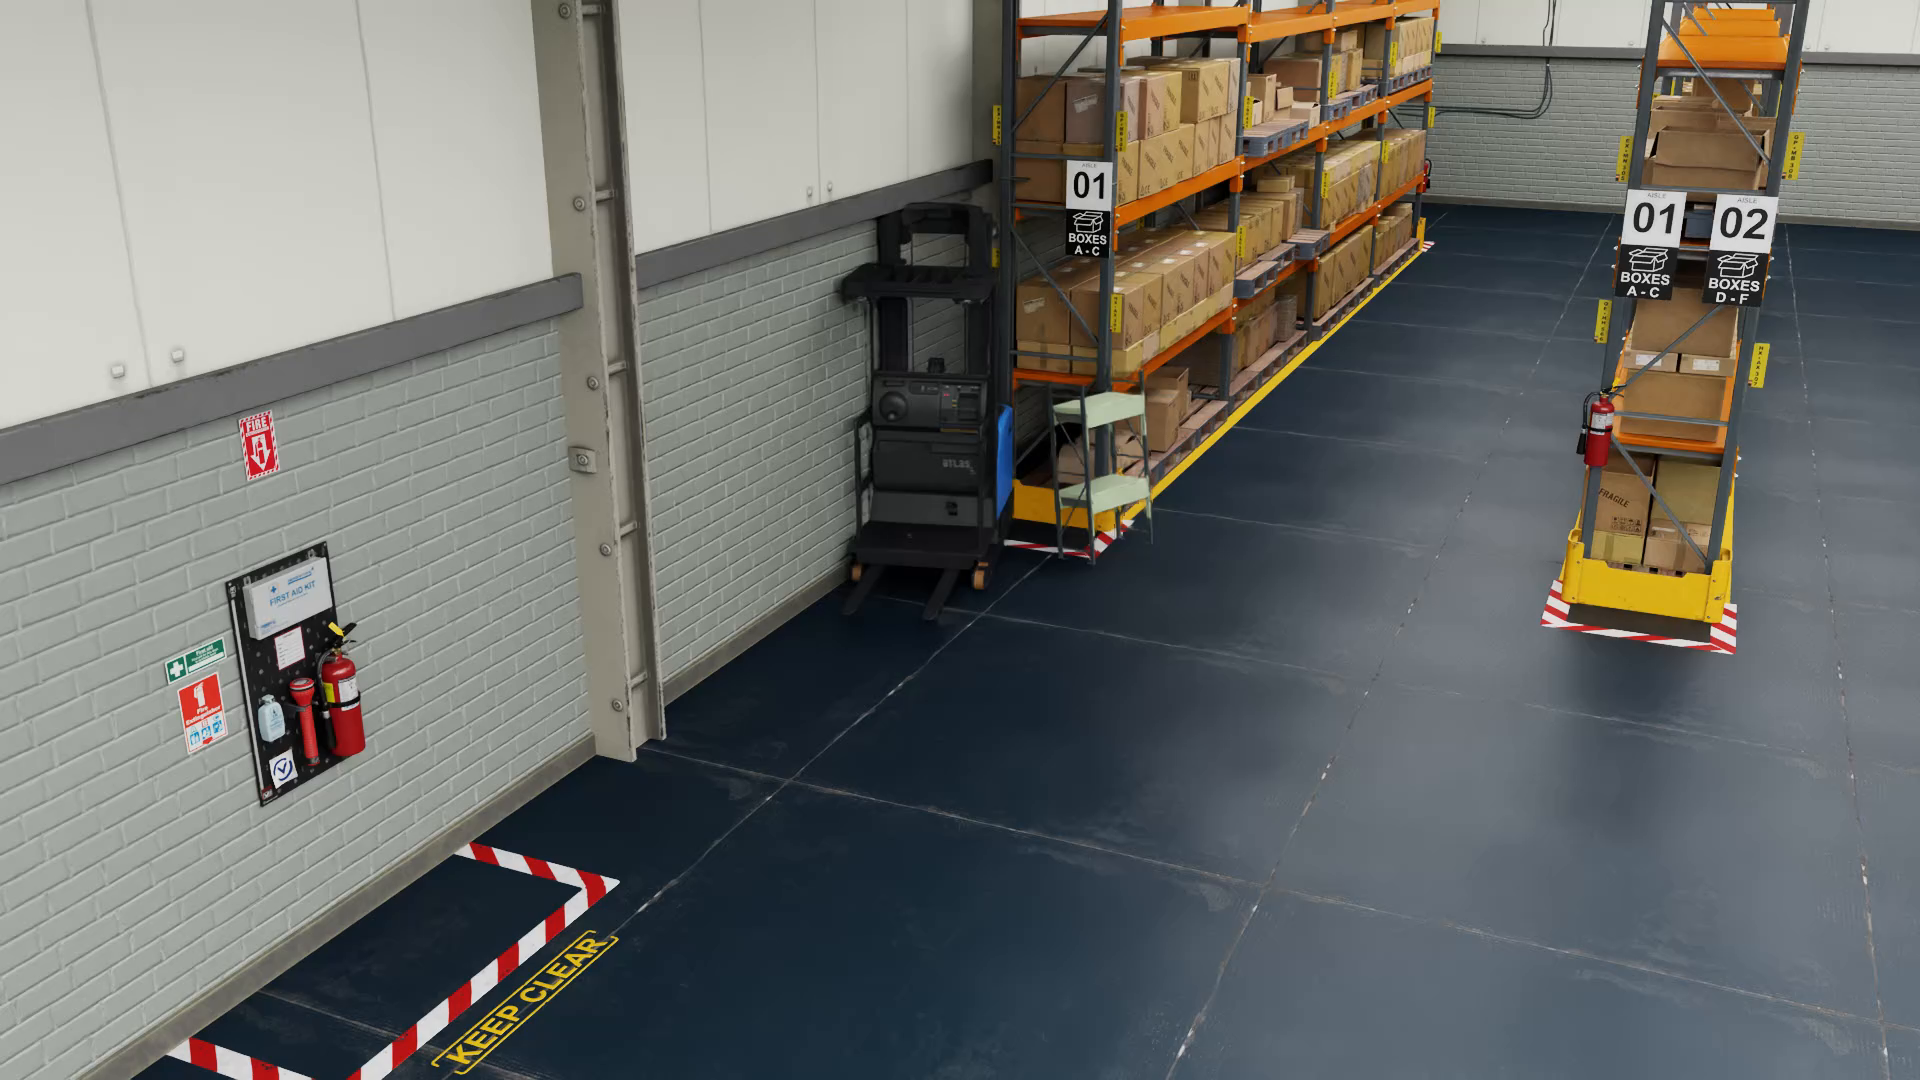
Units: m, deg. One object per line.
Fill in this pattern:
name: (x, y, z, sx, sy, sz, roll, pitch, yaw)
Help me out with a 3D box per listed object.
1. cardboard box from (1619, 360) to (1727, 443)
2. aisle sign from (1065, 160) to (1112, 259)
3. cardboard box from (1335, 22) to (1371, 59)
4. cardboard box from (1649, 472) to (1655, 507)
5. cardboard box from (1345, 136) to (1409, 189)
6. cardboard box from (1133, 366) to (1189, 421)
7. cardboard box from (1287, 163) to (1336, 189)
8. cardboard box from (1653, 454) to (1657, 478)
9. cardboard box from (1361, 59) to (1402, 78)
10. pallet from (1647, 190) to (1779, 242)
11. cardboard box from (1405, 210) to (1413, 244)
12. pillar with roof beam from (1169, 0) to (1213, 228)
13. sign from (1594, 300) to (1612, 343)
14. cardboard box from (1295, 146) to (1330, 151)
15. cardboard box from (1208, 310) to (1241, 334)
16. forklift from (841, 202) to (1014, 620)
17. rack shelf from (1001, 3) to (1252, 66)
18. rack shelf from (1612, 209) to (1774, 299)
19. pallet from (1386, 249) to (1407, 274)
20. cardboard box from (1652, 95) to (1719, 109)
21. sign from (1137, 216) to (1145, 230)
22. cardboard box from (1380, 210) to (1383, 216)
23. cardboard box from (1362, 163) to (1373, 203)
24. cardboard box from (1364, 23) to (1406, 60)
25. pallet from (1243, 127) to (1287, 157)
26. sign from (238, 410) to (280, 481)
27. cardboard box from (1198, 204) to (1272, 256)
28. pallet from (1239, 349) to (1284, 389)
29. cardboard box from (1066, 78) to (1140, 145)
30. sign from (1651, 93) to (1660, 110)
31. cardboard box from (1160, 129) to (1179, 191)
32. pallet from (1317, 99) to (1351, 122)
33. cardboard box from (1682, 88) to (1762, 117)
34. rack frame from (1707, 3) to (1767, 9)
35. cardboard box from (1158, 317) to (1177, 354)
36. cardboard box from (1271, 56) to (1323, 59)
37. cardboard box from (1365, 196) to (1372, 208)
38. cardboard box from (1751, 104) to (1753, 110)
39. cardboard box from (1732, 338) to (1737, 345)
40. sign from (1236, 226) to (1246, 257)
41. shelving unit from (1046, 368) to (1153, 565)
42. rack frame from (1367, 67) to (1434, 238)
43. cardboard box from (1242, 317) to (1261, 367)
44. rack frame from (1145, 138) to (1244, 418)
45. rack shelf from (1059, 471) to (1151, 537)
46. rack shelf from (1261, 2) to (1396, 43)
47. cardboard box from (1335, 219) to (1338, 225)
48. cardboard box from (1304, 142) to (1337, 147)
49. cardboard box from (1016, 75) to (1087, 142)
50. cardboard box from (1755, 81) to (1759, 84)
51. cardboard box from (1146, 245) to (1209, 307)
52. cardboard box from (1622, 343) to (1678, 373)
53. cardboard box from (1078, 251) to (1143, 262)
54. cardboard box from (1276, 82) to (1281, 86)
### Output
cardboard box: (5.549, -1.100, 12.936, 0.700, 0.500, 0.500, 9, 21, 23)
aisle sign: (1.069, -2.752, 13.851, 0.394, 0.787, 0.004, 9, 21, 23)
cardboard box: (5.812, -7.445, 24.779, 0.500, 0.500, 0.500, 8, 21, 22)
cardboard box: (5.899, -0.479, 14.815, 0.500, 0.250, 0.500, 9, 21, 23)
cardboard box: (6.569, -6.010, 26.443, 0.980, 0.700, 0.700, 7, 21, 20)
cardboard box: (2.075, -1.520, 17.340, 0.500, 0.500, 0.500, 7, 21, 19)
cardboard box: (4.534, -4.698, 21.461, 0.500, 0.250, 0.500, 9, 22, 24)
cardboard box: (5.896, -0.833, 14.691, 0.500, 0.500, 0.500, 9, 21, 23)
cardboard box: (6.263, -7.021, 24.707, 0.500, 0.250, 0.500, 8, 21, 23)
pallet: (5.659, -2.496, 12.666, 1.003, 0.211, 1.213, 9, 21, 23)
cardboard box: (7.182, -5.274, 27.925, 0.700, 0.500, 0.500, 9, 21, 23)
pillar with roof beam: (6.707, -5.993, 17.891, 9.100, 9.000, 0.400, 9, 21, 23)
sign: (4.857, -1.648, 12.544, 0.100, 0.325, 0.005, 9, 21, 23)
cardboard box: (4.904, -5.389, 23.403, 0.500, 0.250, 0.500, 8, 21, 21)
cardboard box: (2.927, -2.558, 19.141, 0.500, 0.250, 0.500, 8, 21, 22)
forklift: (-0.279, -1.107, 13.207, 1.130, 2.935, 3.031, 3, 20, 9)
rack shelf: (1.644, -4.688, 15.299, 1.077, 0.370, 4.000, 9, 21, 23)
rack shelf: (6.165, -2.598, 13.893, 1.077, 0.370, 4.000, 9, 21, 23)
pallet: (6.620, -4.541, 26.922, 1.003, 0.211, 1.213, 9, 21, 23)
cardboard box: (6.537, -3.741, 15.050, 0.500, 0.500, 0.500, 10, 22, 27)
sign: (1.955, -3.434, 17.919, 0.100, 0.325, 0.005, 9, 21, 23)
cardboard box: (6.741, -5.414, 27.351, 0.380, 0.149, 0.250, 9, 21, 23)
cardboard box: (5.580, -5.122, 23.773, 0.500, 0.500, 0.500, 9, 21, 23)
cardboard box: (6.287, -7.379, 24.593, 0.500, 0.500, 0.500, 8, 21, 22)
pallet: (2.813, -4.312, 17.921, 1.213, 0.211, 1.003, 9, 21, 23)
sign: (-3.275, -0.442, 7.776, 0.001, 0.298, 0.199, 9, 21, 23)
cardboard box: (3.179, -3.594, 19.292, 0.700, 0.500, 0.500, 12, 23, 30)
pallet: (3.279, -2.112, 20.092, 1.003, 0.211, 1.213, 9, 21, 23)
cardboard box: (1.204, -3.616, 14.011, 0.500, 0.500, 0.500, 7, 21, 19)
sign: (6.485, -4.011, 15.553, 0.100, 0.325, 0.005, 9, 21, 23)
cardboard box: (1.652, -3.447, 15.028, 0.500, 0.500, 0.500, 10, 22, 25)
pallet: (4.316, -5.564, 21.444, 1.213, 0.211, 1.003, 10, 22, 25)
cardboard box: (8.770, -4.956, 19.301, 0.910, 0.500, 0.500, 9, 21, 23)
rack frame: (11.898, -8.629, 25.304, 1.000, 3.000, 0.127, 9, 21, 23)
cardboard box: (1.728, -1.950, 15.670, 0.500, 0.250, 0.500, 8, 21, 22)
cardboard box: (4.416, -6.029, 21.662, 0.700, 0.500, 0.500, 7, 21, 20)
cardboard box: (5.777, -4.927, 24.192, 0.380, 0.149, 0.250, 9, 21, 24)
cardboard box: (8.289, -4.589, 18.015, 0.500, 0.250, 0.500, 9, 22, 24)
cardboard box: (5.912, -1.512, 13.127, 0.380, 0.149, 0.250, 9, 21, 23)
sign: (2.961, -3.149, 17.555, 0.100, 0.325, 0.005, 9, 21, 23)
shelving unit: (1.180, -0.626, 13.922, 0.755, 1.500, 0.431, -18, 19, -40)
rack frame: (7.377, -6.481, 28.217, 1.000, 3.000, 0.127, 9, 21, 23)
cardboard box: (3.161, -2.385, 19.773, 0.700, 0.500, 0.500, 9, 21, 23)
rack frame: (2.463, -2.813, 17.902, 1.000, 3.000, 0.127, 9, 21, 23)
rack shelf: (1.207, -0.312, 14.003, 0.720, 0.370, 0.431, -18, 19, -40)
rack shelf: (4.920, -6.946, 22.242, 1.077, 0.370, 4.000, 9, 21, 23)
cardboard box: (4.949, -4.393, 22.690, 0.380, 0.149, 0.250, 9, 21, 24)
cardboard box: (5.105, -5.543, 23.836, 0.500, 0.250, 0.500, 9, 21, 23)
cardboard box: (0.763, -3.699, 14.245, 0.500, 0.500, 0.500, 10, 22, 25)
cardboard box: (10.686, -6.273, 22.632, 0.500, 0.250, 0.500, 9, 21, 23)
cardboard box: (2.137, -2.612, 16.413, 0.500, 0.500, 0.500, 8, 21, 21)
cardboard box: (5.329, -1.407, 12.833, 0.380, 0.149, 0.250, 8, 21, 22)
cardboard box: (1.453, -2.521, 16.155, 0.500, 0.500, 0.500, 9, 21, 23)
cardboard box: (3.596, -5.317, 20.288, 0.500, 0.500, 0.500, 9, 21, 23)
